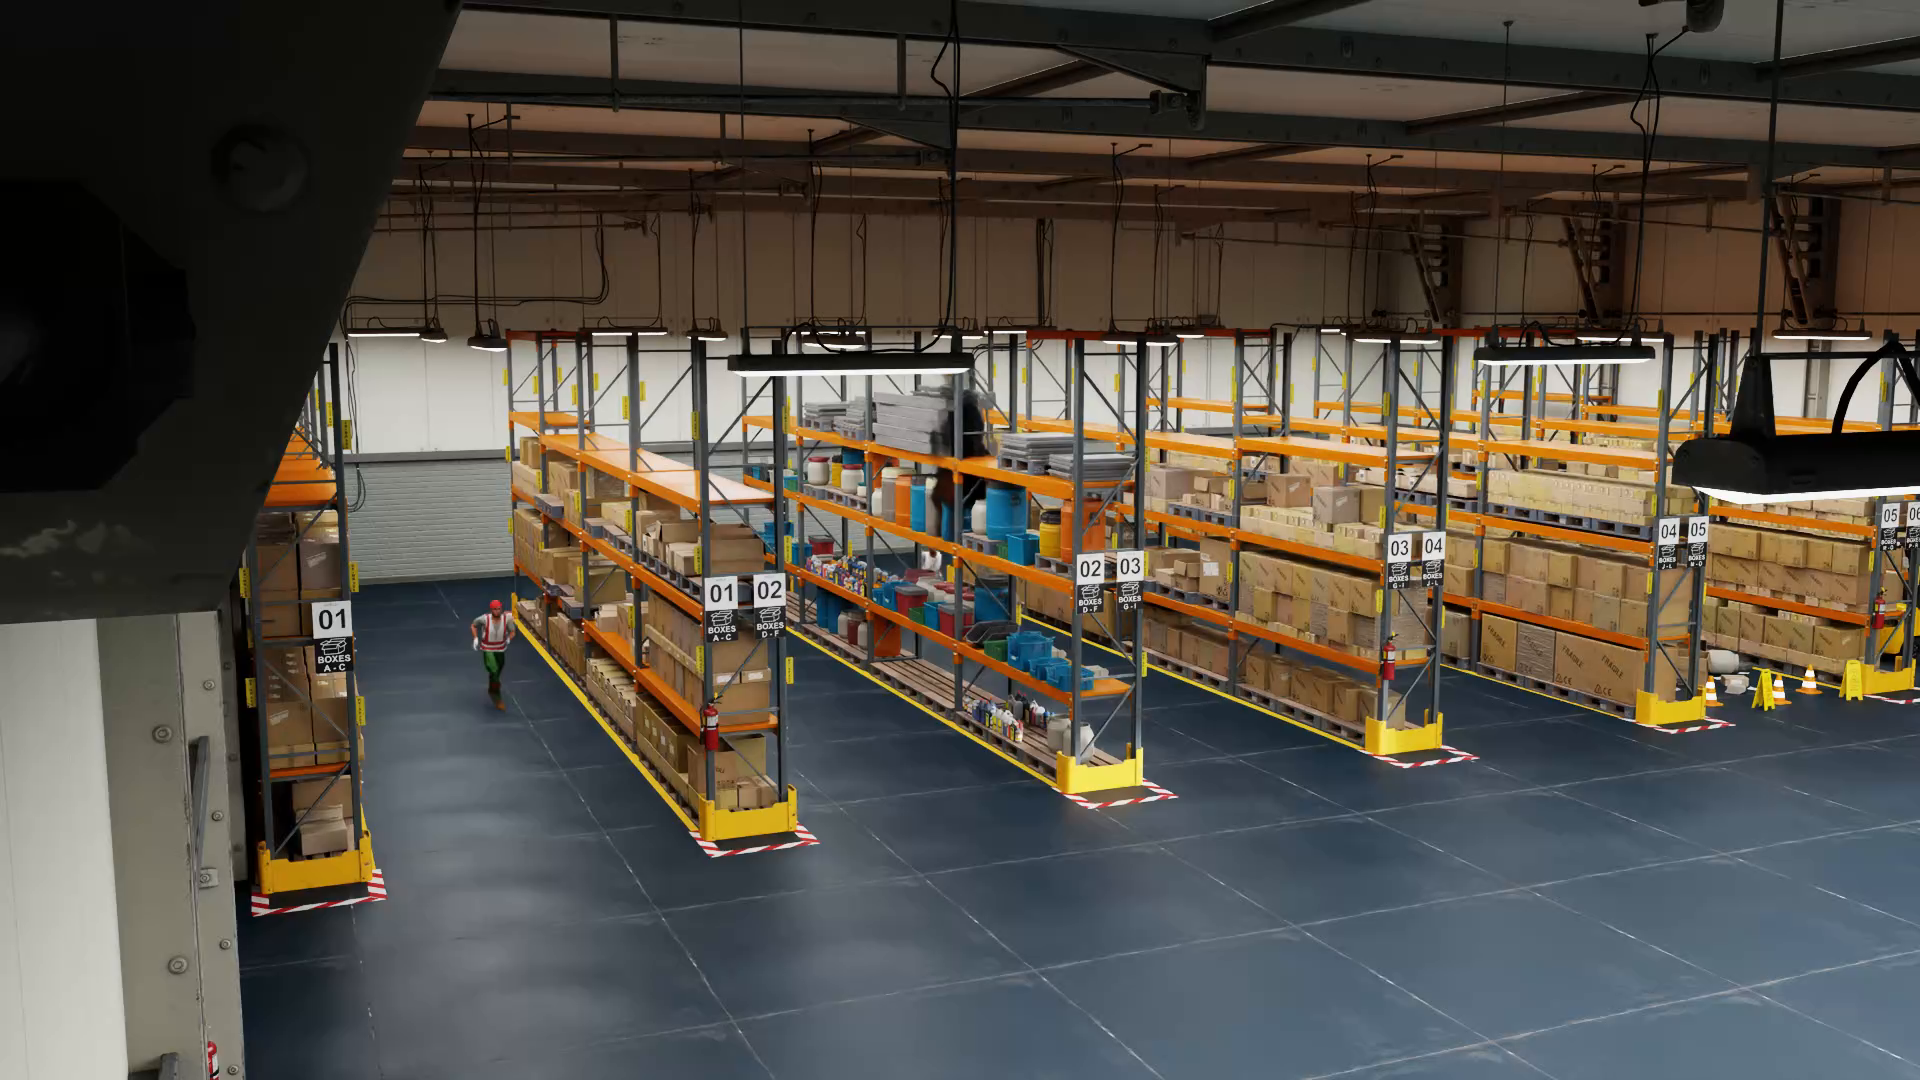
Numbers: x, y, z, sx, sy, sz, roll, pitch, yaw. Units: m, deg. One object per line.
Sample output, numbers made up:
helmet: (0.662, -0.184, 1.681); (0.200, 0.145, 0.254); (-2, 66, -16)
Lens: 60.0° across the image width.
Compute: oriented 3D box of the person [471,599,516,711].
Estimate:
person: (-7.537, 1.810, 26.894); (0.667, 1.788, 0.911); (-5, 9, -30)

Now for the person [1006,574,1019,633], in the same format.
person: (0.846, 1.414, 30.268); (0.532, 1.624, 0.817); (-6, 10, -36)

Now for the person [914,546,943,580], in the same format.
person: (-0.658, 0.849, 34.131); (0.681, 1.769, 0.995); (-4, 9, -26)
